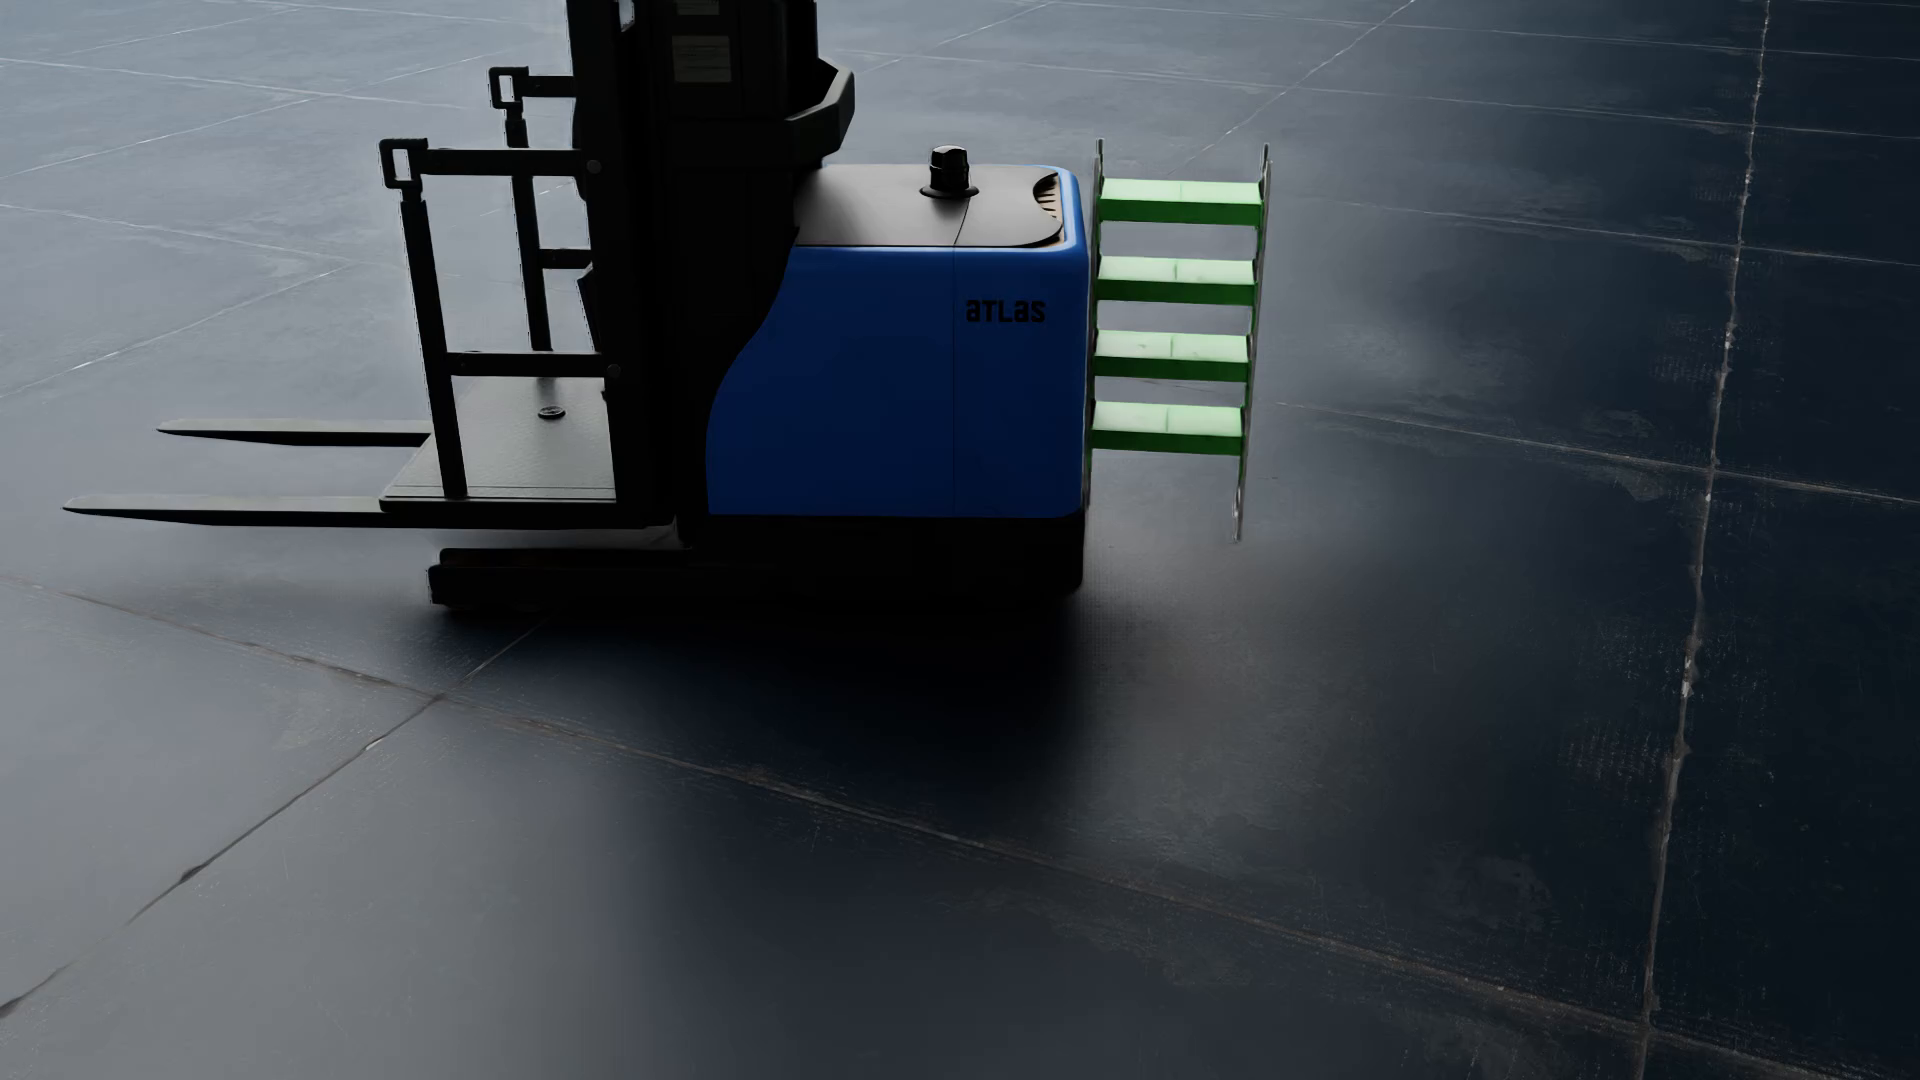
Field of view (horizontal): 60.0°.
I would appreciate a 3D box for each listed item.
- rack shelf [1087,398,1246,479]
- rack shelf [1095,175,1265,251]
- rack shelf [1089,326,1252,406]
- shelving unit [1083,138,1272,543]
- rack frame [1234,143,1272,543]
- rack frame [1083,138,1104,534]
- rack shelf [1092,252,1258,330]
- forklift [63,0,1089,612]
[{"bbox_3d":[0.649,-0.323,5.236,0.480,0.148,0.258,3,26,7],"label":"rack shelf"},{"bbox_3d":[0.649,-0.969,4.918,0.480,0.148,0.258,3,26,7],"label":"rack shelf"},{"bbox_3d":[0.649,-0.539,5.130,0.480,0.148,0.258,3,26,7],"label":"rack shelf"},{"bbox_3d":[0.649,-0.596,5.102,0.503,1.200,0.258,3,26,7],"label":"shelving unit"},{"bbox_3d":[0.891,-0.582,5.074,0.015,1.200,0.240,3,26,7],"label":"rack frame"},{"bbox_3d":[0.407,-0.610,5.130,0.015,1.200,0.240,3,26,7],"label":"rack frame"},{"bbox_3d":[0.649,-0.754,5.024,0.480,0.148,0.258,3,26,7],"label":"rack shelf"},{"bbox_3d":[-1.146,-1.338,4.649,3.031,2.935,1.130,1,26,1],"label":"forklift"}]
